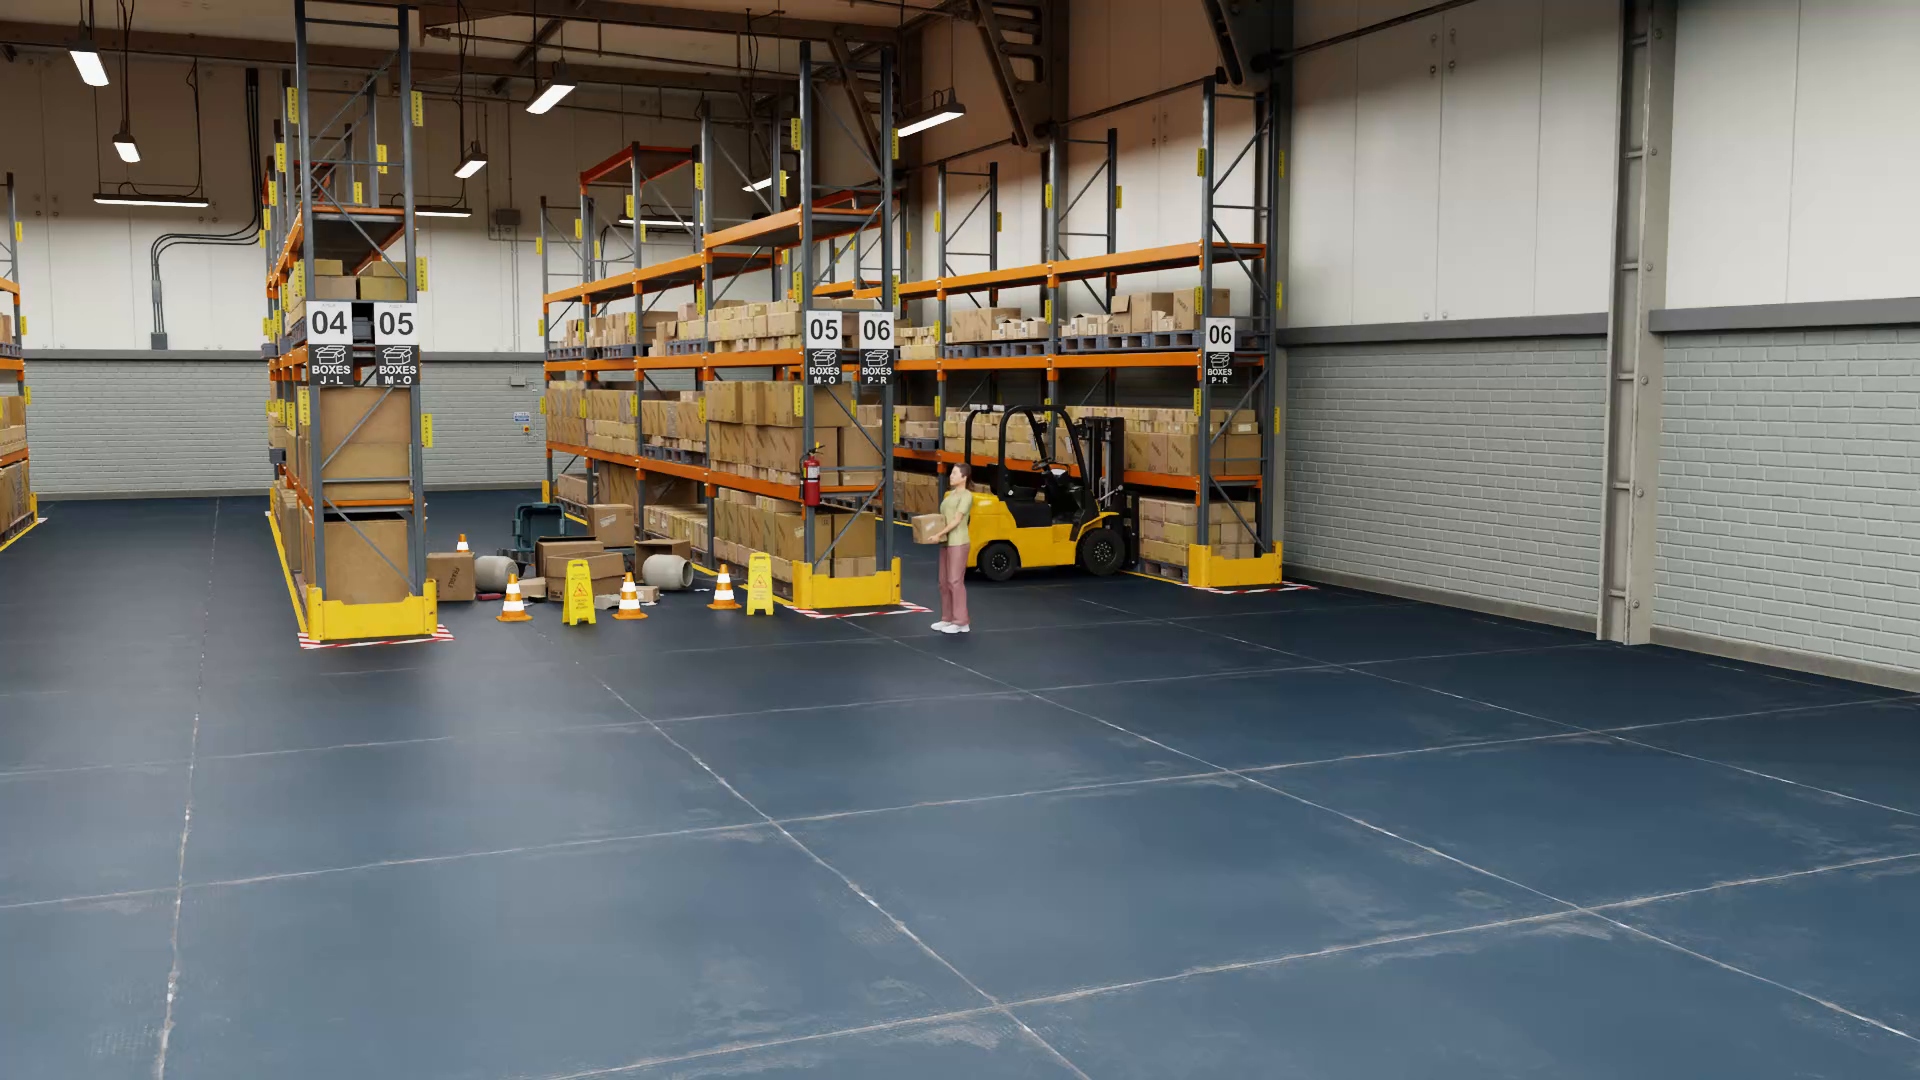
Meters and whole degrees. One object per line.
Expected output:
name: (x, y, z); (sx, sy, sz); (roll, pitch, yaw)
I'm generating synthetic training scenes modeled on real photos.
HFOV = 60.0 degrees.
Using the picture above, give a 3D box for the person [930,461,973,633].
person: (-0.094, 0.064, 16.289); (0.468, 1.675, 0.464); (-2, 6, -24)
